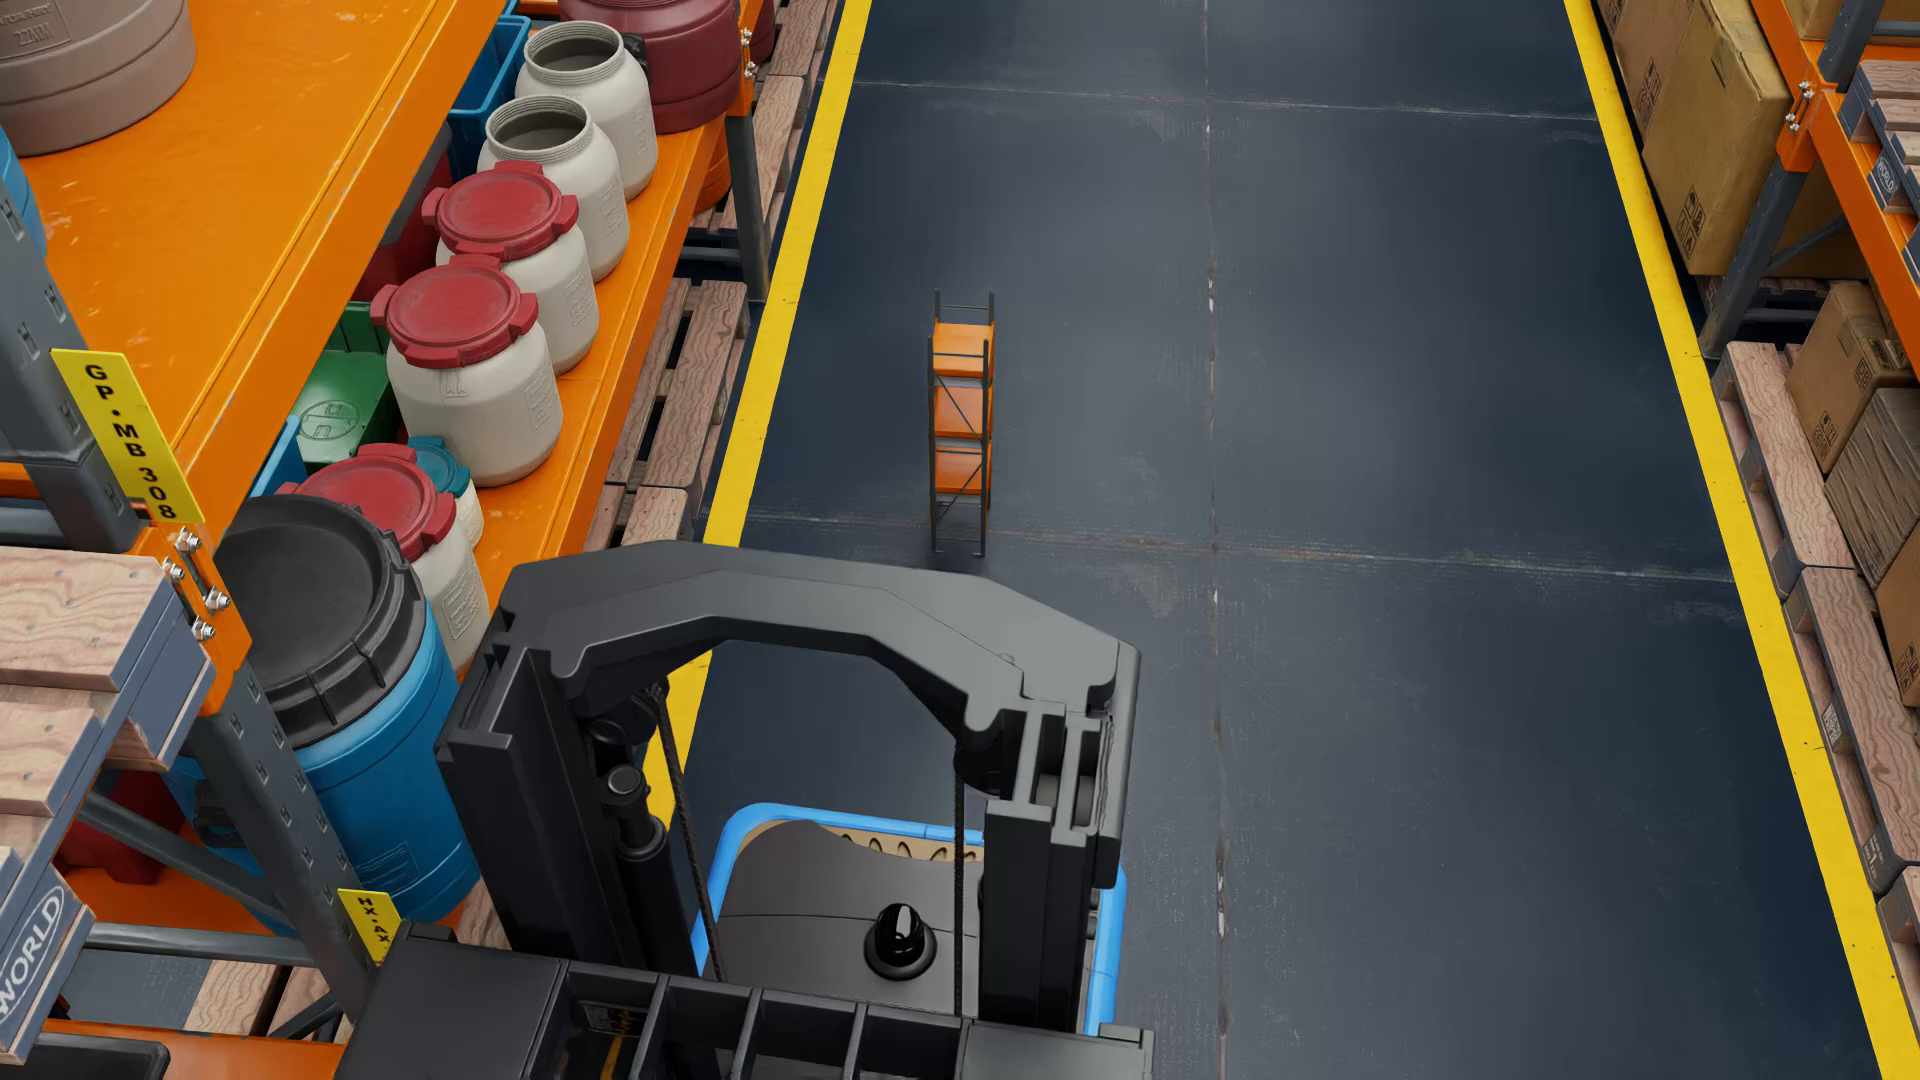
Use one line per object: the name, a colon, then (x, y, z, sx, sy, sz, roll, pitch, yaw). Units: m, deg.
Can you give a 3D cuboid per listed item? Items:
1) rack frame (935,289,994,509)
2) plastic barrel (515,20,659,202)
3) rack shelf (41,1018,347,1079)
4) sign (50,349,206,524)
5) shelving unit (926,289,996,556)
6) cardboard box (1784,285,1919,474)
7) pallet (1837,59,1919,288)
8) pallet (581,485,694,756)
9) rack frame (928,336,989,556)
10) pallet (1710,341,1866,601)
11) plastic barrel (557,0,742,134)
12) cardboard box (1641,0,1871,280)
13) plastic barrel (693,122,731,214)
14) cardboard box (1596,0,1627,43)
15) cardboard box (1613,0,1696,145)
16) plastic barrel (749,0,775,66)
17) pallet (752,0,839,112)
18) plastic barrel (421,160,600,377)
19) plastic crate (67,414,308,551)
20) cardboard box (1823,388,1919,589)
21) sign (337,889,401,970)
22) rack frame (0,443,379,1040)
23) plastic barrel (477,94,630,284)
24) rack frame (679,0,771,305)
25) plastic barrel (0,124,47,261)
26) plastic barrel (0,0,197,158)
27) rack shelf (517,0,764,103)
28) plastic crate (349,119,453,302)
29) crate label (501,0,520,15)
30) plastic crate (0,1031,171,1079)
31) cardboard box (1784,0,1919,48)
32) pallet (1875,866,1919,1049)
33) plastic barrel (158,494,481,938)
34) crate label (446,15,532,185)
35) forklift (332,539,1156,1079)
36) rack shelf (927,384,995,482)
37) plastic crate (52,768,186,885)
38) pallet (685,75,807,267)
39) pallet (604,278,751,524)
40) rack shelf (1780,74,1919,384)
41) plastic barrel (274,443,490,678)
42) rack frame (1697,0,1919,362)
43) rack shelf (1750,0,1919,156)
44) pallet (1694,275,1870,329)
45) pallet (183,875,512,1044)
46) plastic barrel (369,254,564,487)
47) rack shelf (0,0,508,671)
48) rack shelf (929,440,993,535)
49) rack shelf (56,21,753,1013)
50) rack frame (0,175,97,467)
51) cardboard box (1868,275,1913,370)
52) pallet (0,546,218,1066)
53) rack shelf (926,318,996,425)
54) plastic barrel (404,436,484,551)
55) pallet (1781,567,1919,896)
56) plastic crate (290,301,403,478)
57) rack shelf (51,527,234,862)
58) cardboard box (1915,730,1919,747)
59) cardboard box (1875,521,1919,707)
rack frame: (0.016, -0.483, 5.981, 0.200, 1.050, 0.008, 4, 48, 4)
plastic barrel: (-1.211, -1.374, 5.398, 0.421, 0.512, 0.421, 0, 48, 0)
rack shelf: (-1.877, 2.545, 2.377, 1.077, 0.370, 4.000, 4, 48, 4)
sign: (-1.148, -0.137, 2.304, 0.100, 0.325, 0.005, 4, 48, 4)
shelving unit: (0.005, -0.394, 5.899, 0.215, 1.050, 0.252, 4, 48, 4)
cardboard box: (3.561, -0.584, 6.148, 0.700, 0.500, 0.500, 2, 48, 1)
pallet: (3.643, -1.178, 5.424, 1.213, 0.211, 1.003, 4, 48, 4)
pallet: (-1.553, 0.295, 5.837, 1.003, 0.211, 1.213, 4, 48, 4)
rack frame: (-0.006, -0.304, 5.817, 0.200, 1.050, 0.008, 4, 48, 4)
pallet: (3.529, -0.258, 6.343, 1.003, 0.211, 1.213, 4, 48, 4)
plastic barrel: (-1.071, -1.791, 5.763, 0.600, 0.536, 0.708, 4, 48, 4)
cardboard box: (3.686, -1.704, 6.931, 1.225, 0.875, 0.875, 2, 48, 2)
plastic barrel: (-1.303, -1.876, 7.119, 0.600, 0.830, 0.708, 4, 48, 4)
cardboard box: (3.848, -3.009, 8.125, 1.225, 0.875, 0.875, 2, 48, 2)
cardboard box: (3.775, -2.358, 7.529, 1.225, 0.875, 0.875, 4, 48, 4)
plastic barrel: (-1.200, -2.625, 7.967, 0.600, 0.588, 0.708, 4, 48, 4)
pallet: (-1.186, -2.641, 8.523, 1.003, 0.211, 1.213, 4, 48, 4)
plastic barrel: (-1.283, -0.758, 4.819, 0.433, 0.535, 0.433, 0, 48, 0)
plastic crate: (-1.904, 0.007, 4.222, 0.392, 0.384, 0.575, 4, 48, 4)
cardboard box: (3.523, -0.176, 5.774, 0.700, 0.500, 0.500, 0, 48, 0)
sign: (-1.148, 0.785, 3.312, 0.100, 0.325, 0.005, 4, 48, 4)
rack frame: (-1.695, 0.833, 3.455, 1.000, 3.000, 0.127, 4, 48, 4)
plastic barrel: (-1.250, -1.064, 5.115, 0.421, 0.512, 0.421, 0, 48, 0)
rack frame: (-1.330, -2.106, 6.144, 1.000, 3.000, 0.127, 4, 48, 4)
plastic barrel: (-1.865, -0.737, 2.519, 0.600, 0.901, 0.708, 4, 48, 4)
plastic barrel: (-1.805, -1.217, 2.958, 0.600, 0.901, 0.600, 0, 48, 0)
rack shelf: (-1.148, -3.333, 7.753, 1.077, 0.370, 4.000, 4, 48, 4)
plastic crate: (-1.782, -0.961, 5.053, 0.402, 0.464, 0.583, 4, 48, 4)
crate label: (-1.742, -1.766, 5.945, 0.303, 0.233, 0.416, 4, 48, 4)
plastic crate: (-1.869, 1.230, 3.134, 0.767, 0.338, 0.504, 4, 48, 4)
cardboard box: (3.400, -2.186, 6.149, 0.500, 0.500, 0.500, 5, 48, 5)
pallet: (3.307, 1.535, 4.703, 1.003, 0.211, 1.213, 4, 48, 4)
plastic barrel: (-1.358, 0.400, 3.511, 0.600, 0.901, 0.708, 4, 48, 4)
crate label: (-1.690, -1.406, 5.480, 0.502, 0.435, 0.616, 4, 48, 4)
forklift: (-0.315, 1.522, 2.872, 1.130, 2.935, 3.031, 7, 48, 6)
rack shelf: (0.005, -0.386, 5.906, 0.215, 0.259, 0.240, 4, 48, 4)
plastic crate: (-1.955, 0.435, 3.776, 0.402, 0.464, 0.583, 4, 48, 4)
pallet: (-1.300, -1.747, 7.705, 1.003, 0.211, 1.213, 4, 48, 4)
pallet: (-1.439, -0.599, 6.654, 1.003, 0.211, 1.213, 4, 48, 4)
rack shelf: (3.420, -0.061, 4.760, 1.077, 0.370, 4.000, 4, 48, 4)
plastic barrel: (-1.389, 0.099, 4.035, 0.433, 0.535, 0.433, 0, 48, 0)
rack frame: (3.602, -1.773, 5.839, 1.000, 3.000, 0.127, 4, 48, 4)
rack shelf: (3.784, -3.000, 7.449, 1.077, 0.370, 4.000, 4, 48, 4)
pallet: (3.749, -1.406, 7.393, 1.003, 0.211, 1.213, 4, 48, 4)
pallet: (-1.662, 1.194, 5.015, 1.003, 0.211, 1.213, 4, 48, 4)
plastic barrel: (-1.322, -0.440, 4.528, 0.433, 0.535, 0.433, 0, 48, 0)
rack shelf: (-1.512, -1.406, 3.958, 1.077, 0.370, 4.000, 4, 48, 4)
rack shelf: (0.005, -0.199, 6.111, 0.215, 0.259, 0.240, 4, 48, 4)
rack shelf: (-1.512, -0.394, 5.065, 1.077, 0.370, 4.000, 4, 48, 4)
rack frame: (-1.695, -1.192, 1.242, 1.000, 3.000, 0.127, 4, 48, 4)
cardboard box: (3.571, -0.837, 5.870, 0.500, 0.250, 0.500, 6, 48, 5)
pallet: (-1.663, 0.421, 1.927, 1.213, 0.211, 1.003, 4, 48, 4)
rack shelf: (0.005, -0.578, 5.697, 0.215, 0.259, 0.240, 4, 48, 4)
plastic barrel: (-1.421, -0.083, 4.387, 0.301, 0.262, 0.301, 0, 48, 0)
pallet: (3.416, 0.636, 5.525, 1.003, 0.211, 1.213, 4, 48, 4)
plastic crate: (-1.817, -0.394, 4.721, 0.450, 0.188, 0.662, 4, 48, 4)
rack shelf: (-1.877, 1.533, 1.270, 1.077, 0.370, 4.000, 4, 48, 4)
cardboard box: (3.428, 0.651, 5.018, 0.700, 0.500, 0.500, 0, 48, 0)
cardboard box: (3.478, 0.241, 5.393, 0.700, 0.500, 0.500, 7, 48, 7)
